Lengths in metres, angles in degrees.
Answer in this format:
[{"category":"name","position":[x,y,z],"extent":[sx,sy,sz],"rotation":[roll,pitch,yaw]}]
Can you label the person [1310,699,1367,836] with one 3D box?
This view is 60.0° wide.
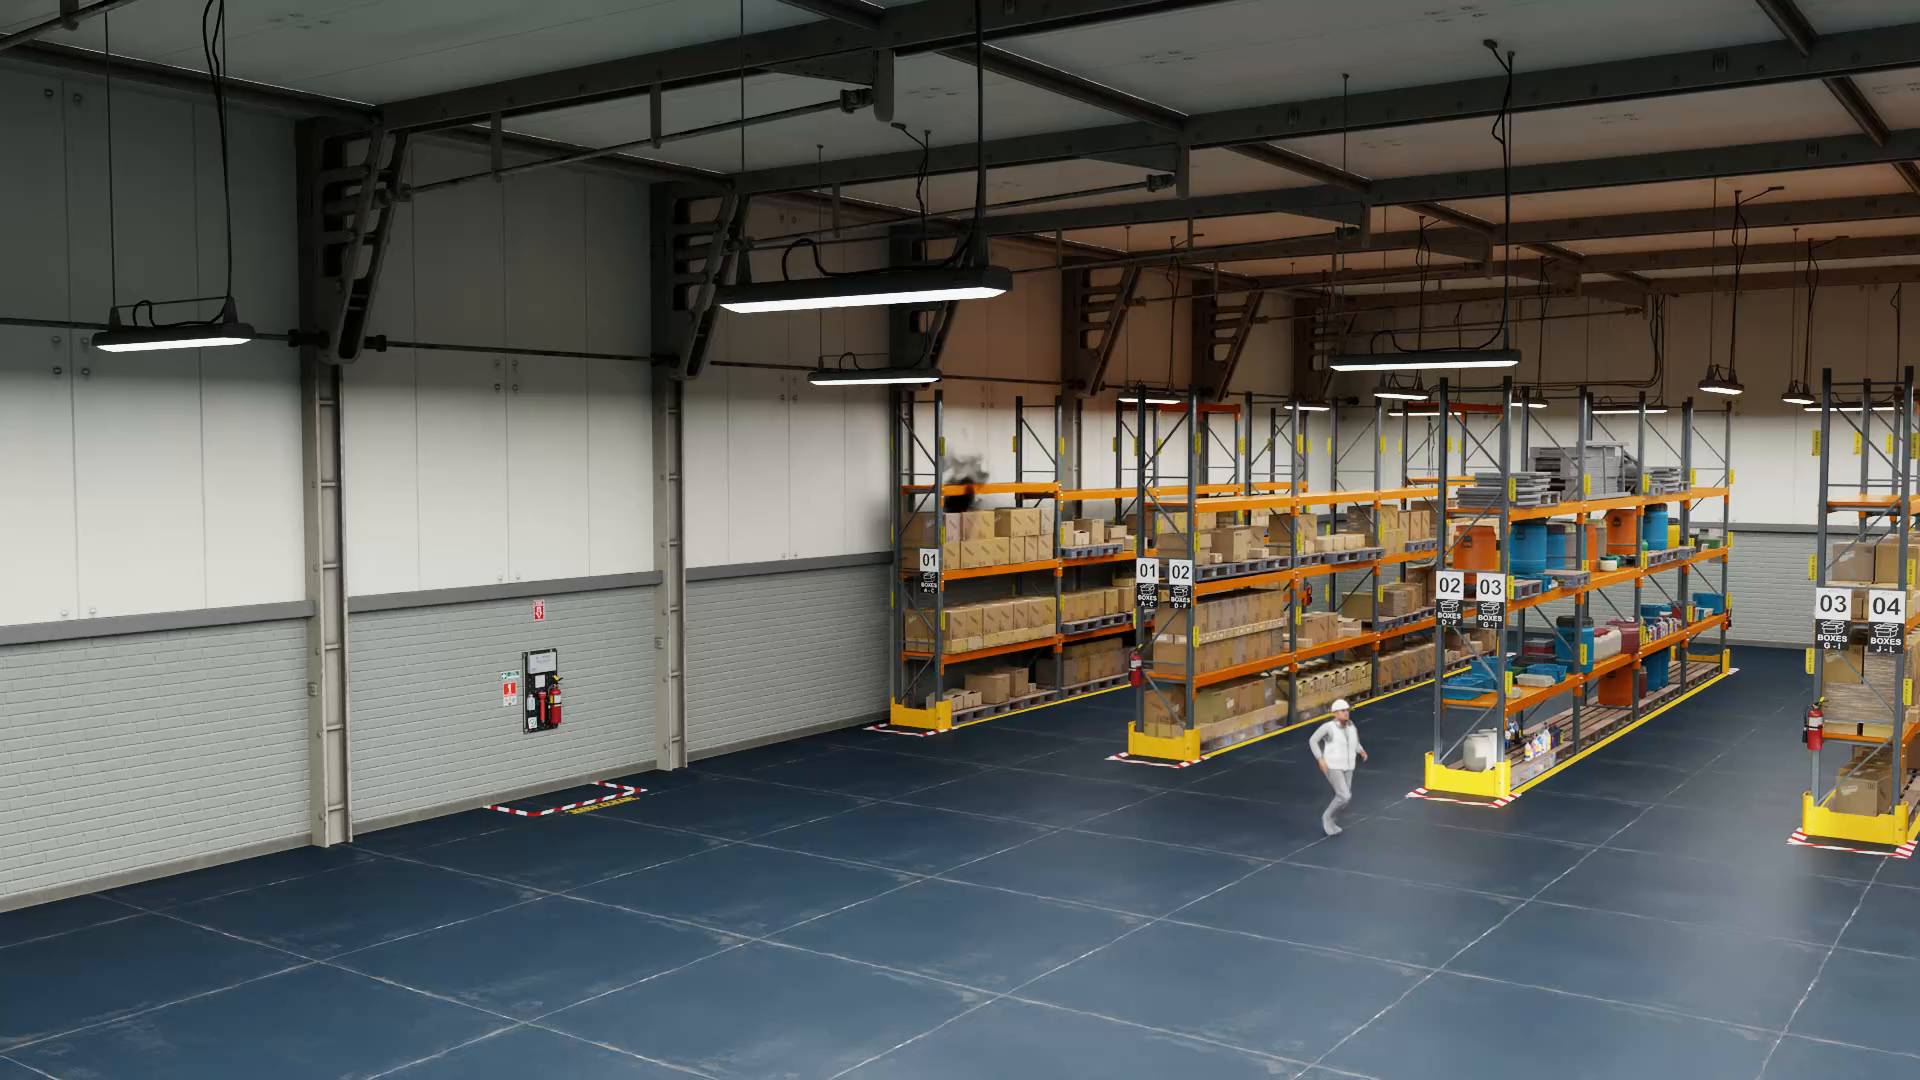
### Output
[{"category":"person","position":[4.904,2.923,21.351],"extent":[0.661,1.752,0.656],"rotation":[-2,4,-31]}]
